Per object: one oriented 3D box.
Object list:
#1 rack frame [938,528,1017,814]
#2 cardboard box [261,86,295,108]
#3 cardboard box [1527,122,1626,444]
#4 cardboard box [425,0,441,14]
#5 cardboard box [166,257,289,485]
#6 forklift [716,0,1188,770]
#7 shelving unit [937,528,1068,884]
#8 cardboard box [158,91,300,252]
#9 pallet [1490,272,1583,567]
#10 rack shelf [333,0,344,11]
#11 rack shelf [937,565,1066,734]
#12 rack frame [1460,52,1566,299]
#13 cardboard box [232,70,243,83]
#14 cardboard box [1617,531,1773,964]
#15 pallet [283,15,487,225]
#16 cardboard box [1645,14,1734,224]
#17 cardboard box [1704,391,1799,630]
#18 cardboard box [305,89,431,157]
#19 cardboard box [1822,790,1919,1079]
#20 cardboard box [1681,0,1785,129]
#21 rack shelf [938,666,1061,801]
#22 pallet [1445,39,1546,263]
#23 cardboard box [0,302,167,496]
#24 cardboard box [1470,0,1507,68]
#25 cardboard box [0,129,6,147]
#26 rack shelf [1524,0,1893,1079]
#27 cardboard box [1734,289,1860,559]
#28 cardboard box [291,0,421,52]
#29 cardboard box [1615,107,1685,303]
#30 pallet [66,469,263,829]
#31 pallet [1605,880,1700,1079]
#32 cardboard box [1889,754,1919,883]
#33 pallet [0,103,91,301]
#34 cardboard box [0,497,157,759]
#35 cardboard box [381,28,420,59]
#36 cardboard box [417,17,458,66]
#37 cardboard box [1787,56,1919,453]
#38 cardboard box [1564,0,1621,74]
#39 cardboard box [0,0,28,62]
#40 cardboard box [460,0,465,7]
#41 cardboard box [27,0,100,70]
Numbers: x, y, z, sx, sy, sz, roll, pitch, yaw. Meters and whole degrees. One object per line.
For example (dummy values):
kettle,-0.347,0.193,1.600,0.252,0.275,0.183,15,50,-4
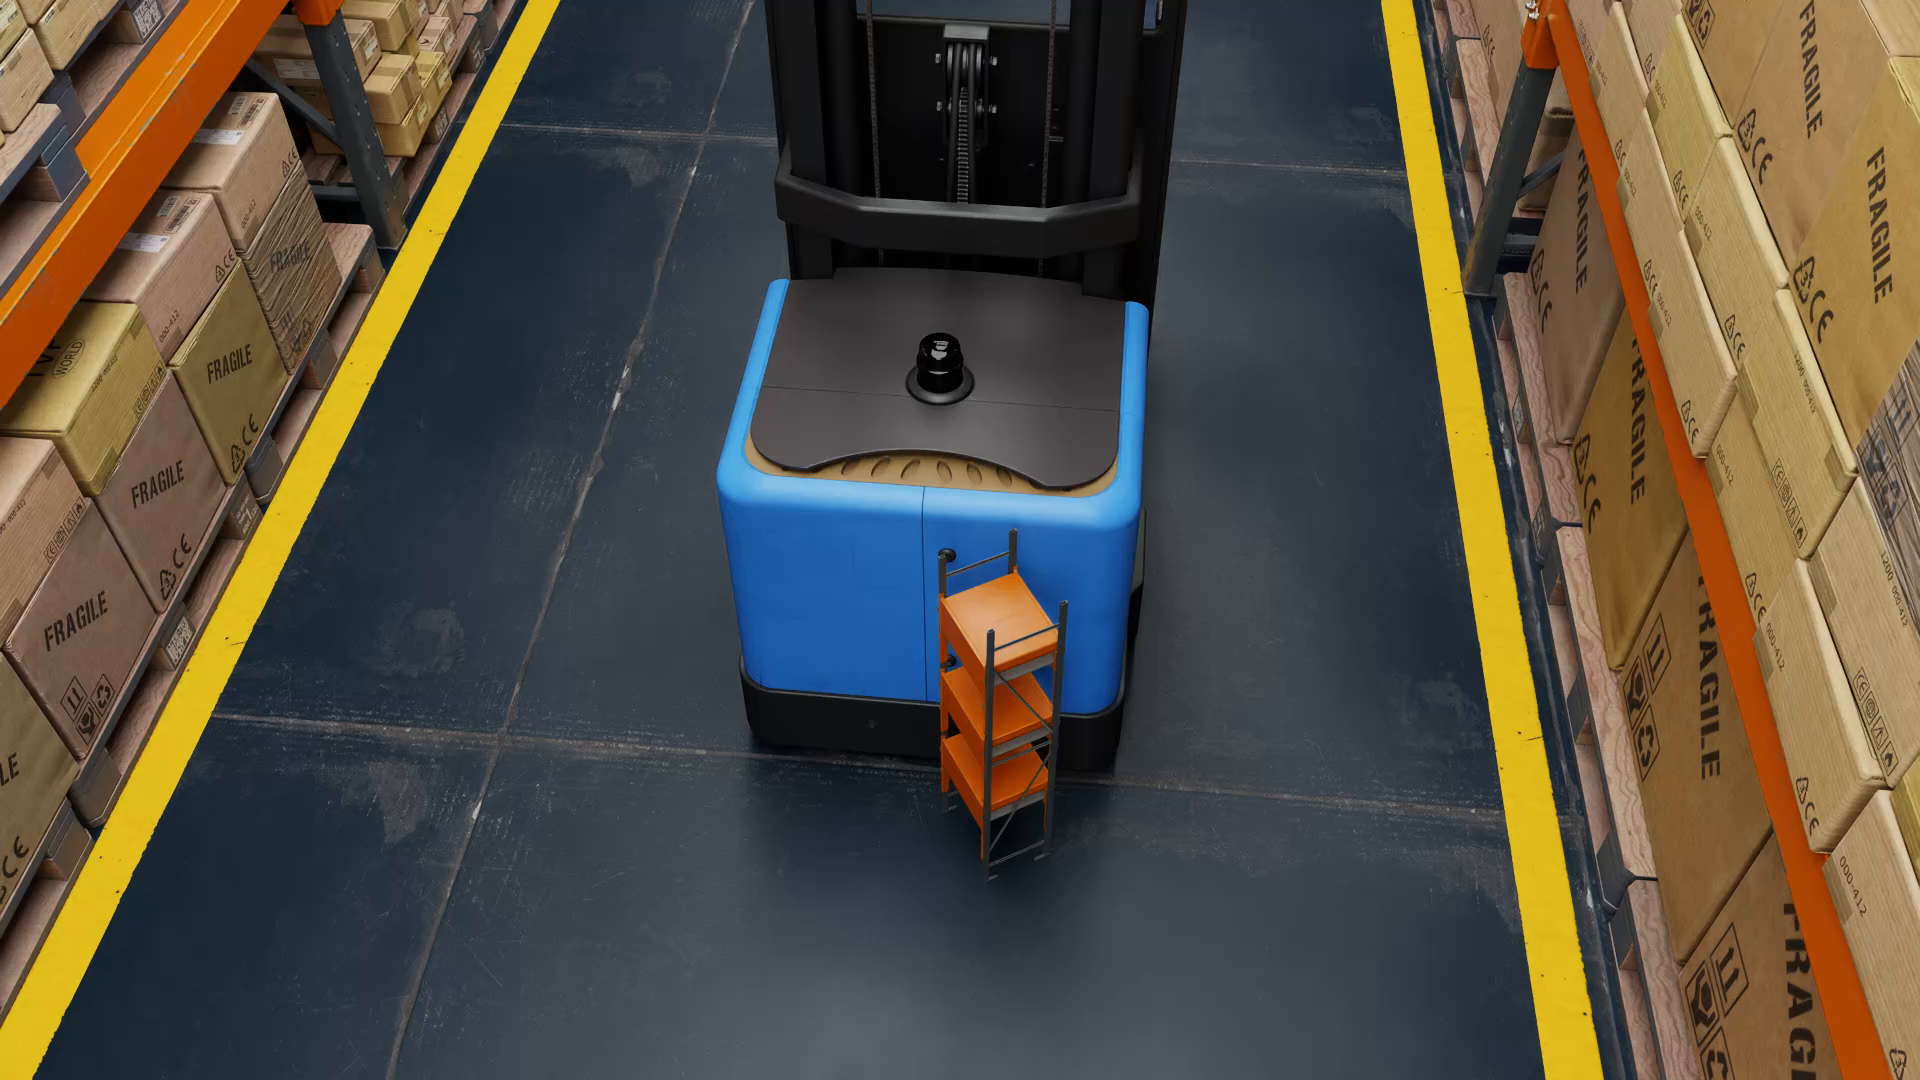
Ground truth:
rack frame,0.041,0.362,4.208,0.200,1.050,0.008,-20,51,-17
cardboard box,-2.795,-1.845,6.552,0.380,0.149,0.250,5,48,5
cardboard box,2.363,-0.874,5.172,0.875,0.875,0.875,5,48,5
cardboard box,-2.300,-2.265,6.735,0.380,0.149,0.250,2,48,2
cardboard box,-2.463,-0.529,5.110,0.500,0.500,0.500,3,48,3
forklift,0.064,-1.452,4.591,1.130,2.935,3.031,4,48,4
shelving unit,0.095,0.443,4.134,0.215,1.050,0.252,-20,51,-17
cardboard box,-2.415,-1.155,5.175,0.500,0.250,0.500,3,48,2
pallet,2.344,-0.397,5.470,1.003,0.211,1.213,4,48,4
rack shelf,-2.417,-3.396,6.810,1.077,0.370,4.000,4,48,4
rack shelf,0.095,0.258,3.932,0.215,0.259,0.240,-20,51,-17
rack frame,2.340,-1.910,4.964,1.000,3.000,0.127,4,48,4
cardboard box,-2.826,-1.828,6.133,0.380,0.149,0.250,5,48,5
cardboard box,2.206,0.448,3.963,0.875,0.875,0.875,4,48,4
pallet,-2.573,-1.723,6.683,1.003,0.211,1.213,4,48,4
cardboard box,1.927,-0.970,3.867,0.500,0.250,0.500,4,48,4
cardboard box,1.856,-0.055,3.369,0.500,0.250,0.500,3,48,3
cardboard box,-2.246,-1.594,6.323,0.380,0.149,0.250,2,48,2
cardboard box,1.763,0.691,2.687,0.500,0.250,0.500,2,48,2
cardboard box,1.946,-1.233,3.600,0.500,0.500,0.500,3,48,3
rack shelf,0.095,0.450,4.142,0.215,0.259,0.240,-20,51,-17
pallet,2.487,-1.522,6.499,1.003,0.211,1.213,4,48,4
cardboard box,-2.509,-0.389,4.474,0.500,0.250,0.500,2,48,2
cardboard box,2.585,-2.299,6.772,0.875,0.438,0.875,3,48,2
cardboard box,-2.553,-0.963,3.984,0.380,0.149,0.250,6,48,5
rack shelf,2.157,-0.198,3.885,1.077,0.370,4.000,4,48,4
cardboard box,1.836,-0.216,3.178,0.500,0.250,0.500,3,48,3
cardboard box,-2.277,-1.987,6.278,0.380,0.149,0.250,6,48,5
cardboard box,1.929,-0.798,4.049,0.500,0.250,0.500,4,48,3
pallet,-2.777,0.244,4.884,1.003,0.211,1.213,4,48,4
pallet,2.122,1.396,3.830,1.003,0.211,1.213,4,48,4
cardboard box,1.766,0.538,2.488,0.500,0.250,0.500,4,48,3
pallet,-2.824,-0.622,3.916,1.003,0.211,1.213,4,48,4
cardboard box,-2.560,0.223,4.423,0.500,0.500,0.500,3,48,3
cardboard box,-2.314,-1.885,6.387,0.380,0.149,0.250,4,48,4
cardboard box,-2.251,-1.976,6.672,0.380,0.149,0.250,4,48,3
cardboard box,1.852,-0.481,2.912,0.500,0.500,0.500,4,48,4
cardboard box,2.037,-1.554,4.740,0.500,0.250,0.500,3,48,3
cardboard box,-2.532,-1.252,4.047,0.380,0.149,0.250,2,48,2
cardboard box,-2.288,-2.366,7.028,0.380,0.149,0.250,2,48,2
cardboard box,-2.509,-1.362,4.349,0.380,0.149,0.250,2,48,2
